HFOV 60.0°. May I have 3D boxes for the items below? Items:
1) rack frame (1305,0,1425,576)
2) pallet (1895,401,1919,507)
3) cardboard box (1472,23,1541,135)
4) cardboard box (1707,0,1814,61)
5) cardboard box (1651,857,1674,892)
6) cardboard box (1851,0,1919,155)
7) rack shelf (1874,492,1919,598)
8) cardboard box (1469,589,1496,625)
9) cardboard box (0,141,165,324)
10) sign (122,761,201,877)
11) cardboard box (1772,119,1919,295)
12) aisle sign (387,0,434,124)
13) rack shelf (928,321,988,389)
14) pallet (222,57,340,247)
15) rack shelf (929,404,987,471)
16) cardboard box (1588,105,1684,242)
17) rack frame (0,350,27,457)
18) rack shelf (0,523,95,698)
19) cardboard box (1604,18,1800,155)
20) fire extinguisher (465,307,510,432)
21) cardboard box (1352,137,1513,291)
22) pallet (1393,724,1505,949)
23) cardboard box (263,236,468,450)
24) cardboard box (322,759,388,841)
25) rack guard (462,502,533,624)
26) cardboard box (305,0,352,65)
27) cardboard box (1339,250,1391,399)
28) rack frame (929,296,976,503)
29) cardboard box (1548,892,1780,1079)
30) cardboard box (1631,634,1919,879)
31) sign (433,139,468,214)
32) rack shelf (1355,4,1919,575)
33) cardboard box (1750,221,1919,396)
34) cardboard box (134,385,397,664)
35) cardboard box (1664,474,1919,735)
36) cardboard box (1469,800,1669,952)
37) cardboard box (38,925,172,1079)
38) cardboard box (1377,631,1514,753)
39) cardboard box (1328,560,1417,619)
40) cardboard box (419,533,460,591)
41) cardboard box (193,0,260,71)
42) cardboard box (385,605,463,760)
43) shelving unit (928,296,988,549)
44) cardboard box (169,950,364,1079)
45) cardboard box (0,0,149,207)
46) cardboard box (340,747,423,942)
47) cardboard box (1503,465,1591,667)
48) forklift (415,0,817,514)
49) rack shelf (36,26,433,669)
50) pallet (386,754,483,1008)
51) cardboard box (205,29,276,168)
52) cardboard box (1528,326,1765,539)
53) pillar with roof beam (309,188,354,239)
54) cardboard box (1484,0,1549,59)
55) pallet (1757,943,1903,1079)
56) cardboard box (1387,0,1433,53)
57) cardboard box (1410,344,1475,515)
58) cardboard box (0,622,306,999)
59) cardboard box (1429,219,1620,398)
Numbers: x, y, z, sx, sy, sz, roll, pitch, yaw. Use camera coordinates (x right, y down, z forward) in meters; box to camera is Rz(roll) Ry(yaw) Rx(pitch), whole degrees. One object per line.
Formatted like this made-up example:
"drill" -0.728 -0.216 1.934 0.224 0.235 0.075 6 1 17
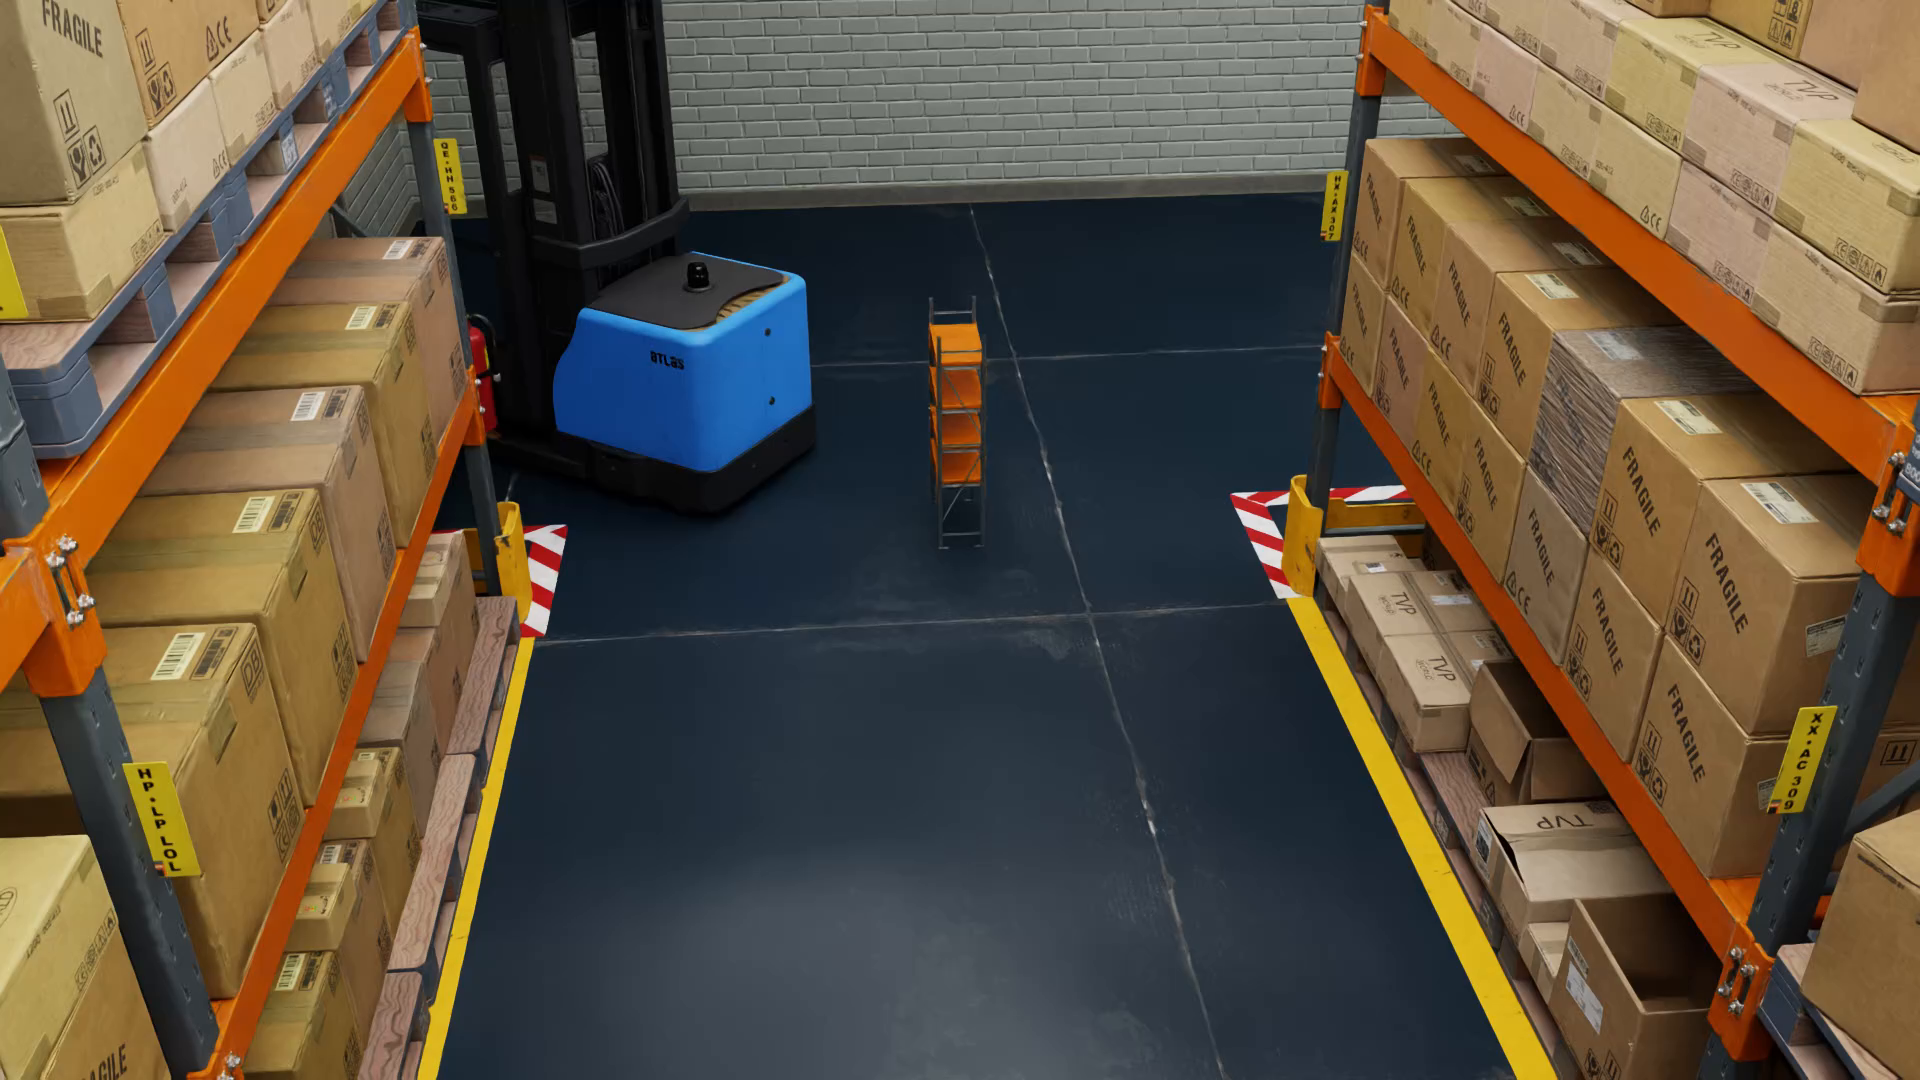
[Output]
"rack frame" 2.231 -1.159 7.766 1.000 3.000 0.127 -3 31 -5
"pallet" 2.595 0.012 3.063 1.213 0.211 1.003 -3 31 -5
"cardboard box" 2.108 -1.597 5.720 0.500 0.250 0.500 -3 31 -5
"cardboard box" 2.563 -1.640 4.574 0.700 0.500 0.500 -3 31 -5
"cardboard box" 2.690 1.245 6.075 0.380 0.166 0.250 -3 31 -5
"cardboard box" 2.521 -1.123 3.708 0.700 0.500 0.500 -3 31 -5
"rack shelf" 2.791 0.925 2.052 1.077 0.370 4.000 -3 31 -5
"cardboard box" 2.475 0.345 7.581 0.380 0.166 0.250 -3 31 -5
"cardboard box" -2.129 -0.690 3.694 0.500 0.250 0.500 -3 31 -5
"sign" -1.788 0.628 3.721 0.100 0.325 0.005 -3 31 -5
"cardboard box" 2.289 -0.790 3.882 0.500 0.250 0.500 -3 31 -5
"aisle sign" -2.409 -2.087 6.784 0.394 0.787 0.004 -3 31 -5
"rack shelf" -0.015 -0.937 8.382 0.258 0.148 0.480 -3 31 -5
"pallet" -2.504 -1.167 4.940 1.003 0.211 1.213 -3 31 -5
"rack shelf" -0.015 -0.542 8.618 0.258 0.148 0.480 -3 31 -5
"cardboard box" 2.203 -1.087 4.865 0.500 0.250 0.500 -3 31 -5
"rack frame" -2.327 -1.453 2.408 1.000 3.000 0.127 -3 31 -5
"rack shelf" -2.140 1.164 1.652 1.077 0.370 4.000 -3 31 -5
"cardboard box" 2.201 -1.301 4.737 0.500 0.250 0.500 -3 31 -5
"fire extinguisher" -2.256 -0.826 7.647 0.296 0.674 0.183 -3 31 -5
"cardboard box" 2.010 -1.392 7.083 0.500 0.500 0.500 -2 31 -3
"pallet" 2.424 1.105 6.694 1.003 0.211 1.213 -3 31 -5
"cardboard box" -2.643 -0.789 6.853 0.980 0.700 0.700 -1 31 -2
"cardboard box" -2.194 0.900 5.714 0.380 0.149 0.250 -4 31 -6
"rack guard" -2.703 0.141 8.027 1.175 0.500 0.348 -3 31 -5
"cardboard box" -2.318 -1.740 5.452 0.500 0.250 0.500 -4 31 -6
"cardboard box" 2.010 -0.963 7.340 0.500 0.500 0.500 -2 31 -4
"rack frame" -0.038 -0.724 8.792 0.240 1.200 0.015 -3 31 -5
"cardboard box" 2.269 1.490 5.339 0.500 0.500 0.500 -3 31 -5
"cardboard box" 2.302 0.597 4.728 0.500 0.500 0.500 -2 31 -4
"sign" -2.159 -1.538 7.039 0.100 0.325 0.005 -3 31 -5
"rack shelf" 2.418 -1.117 5.471 1.077 0.370 4.000 -3 31 -5
"cardboard box" 2.294 -0.576 4.010 0.500 0.250 0.500 -3 31 -5
"cardboard box" -2.502 -0.028 5.580 0.980 0.700 0.700 -4 31 -7
"cardboard box" 2.299 0.165 4.476 0.500 0.500 0.500 -3 31 -4
"cardboard box" 2.199 1.188 6.029 0.500 0.311 0.500 -3 31 -5
"cardboard box" -2.033 1.167 3.465 0.500 0.500 0.500 -3 31 -5
"cardboard box" 2.092 0.634 7.016 0.500 0.250 0.500 -3 31 -5
"cardboard box" 1.951 0.226 7.780 0.380 0.166 0.250 -3 31 -5
"cardboard box" -2.343 0.104 7.047 0.380 0.149 0.250 -3 31 -5
"cardboard box" -2.220 -1.538 4.382 0.500 0.500 0.500 -3 31 -4
"cardboard box" -2.489 0.581 6.880 0.700 0.500 0.500 -3 31 -5
"shelving unit" -0.015 -0.600 8.584 0.258 1.200 0.503 -3 31 -5
"cardboard box" -2.295 1.628 5.127 0.700 0.500 0.500 -2 31 -4
"cardboard box" -2.115 -1.024 3.522 0.500 0.500 0.500 -3 31 -5
"cardboard box" -2.384 1.110 5.995 0.700 0.500 0.500 -2 31 -3
"cardboard box" 2.202 0.072 5.607 0.500 0.500 0.500 -2 31 -3
"forklift" -2.365 -1.937 9.135 3.031 2.935 1.130 16 34 25
"rack shelf" -2.514 -0.878 5.071 1.077 0.370 4.000 -3 31 -5
"pallet" -2.438 1.303 6.363 1.003 0.211 1.213 -3 31 -5
"cardboard box" -2.218 -1.212 4.568 0.500 0.250 0.500 -4 31 -6
"cardboard box" 2.202 -0.354 5.345 0.500 0.500 0.500 -3 31 -4
"pillar with roof beam" 0.472 -5.039 8.411 9.100 9.000 0.400 -3 31 -5
"cardboard box" 2.112 -1.812 5.592 0.500 0.250 0.500 -3 31 -5
"pallet" 2.570 1.379 3.704 1.003 0.211 1.213 -3 31 -5
"cardboard box" 2.026 -2.108 6.575 0.500 0.250 0.500 -3 31 -5
"cardboard box" 2.107 -0.443 6.470 0.500 0.500 0.500 -3 31 -5
"cardboard box" -2.362 0.716 4.334 0.980 0.700 0.700 -2 31 -4
"cardboard box" 2.108 -0.870 6.209 0.500 0.500 0.500 -2 31 -4
